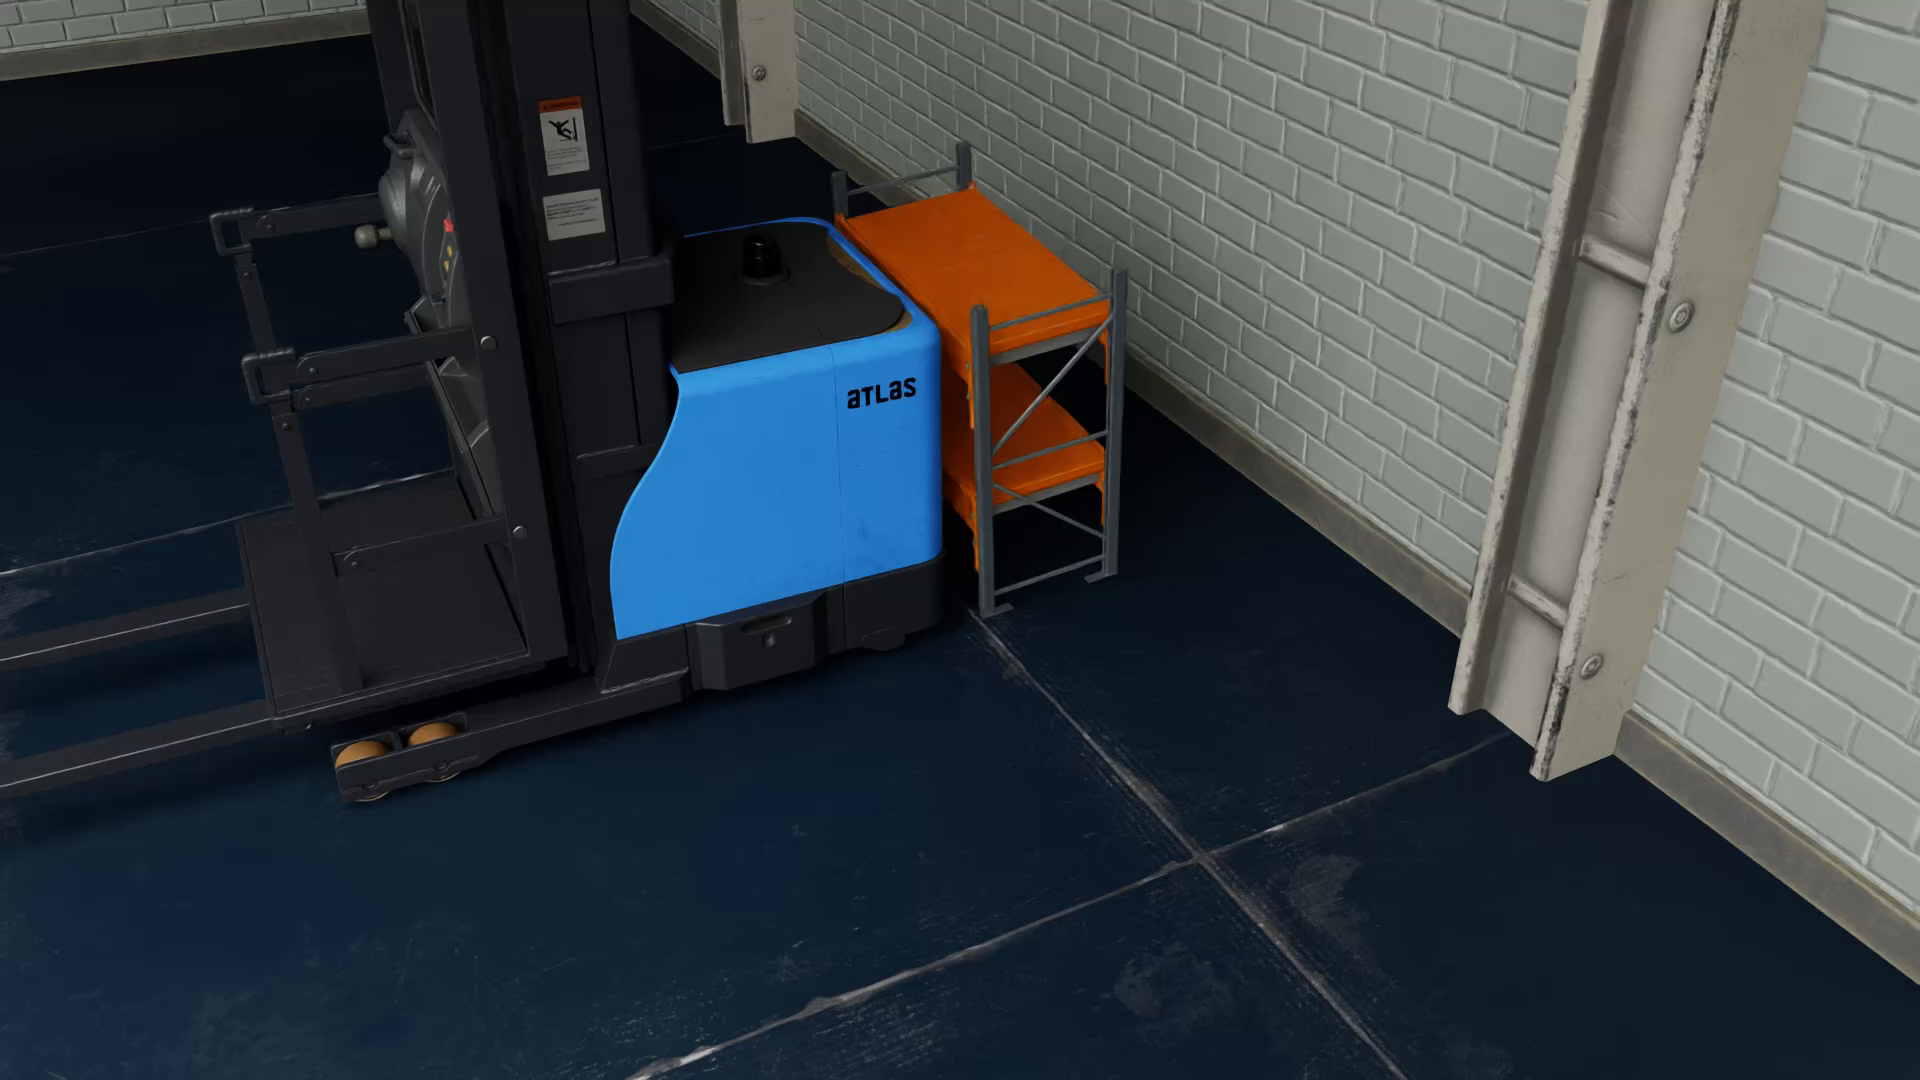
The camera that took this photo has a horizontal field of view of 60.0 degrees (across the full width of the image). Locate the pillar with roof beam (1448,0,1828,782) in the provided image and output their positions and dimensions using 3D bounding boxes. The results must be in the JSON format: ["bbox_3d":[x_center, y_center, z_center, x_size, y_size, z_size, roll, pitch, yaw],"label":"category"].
[{"bbox_3d":[-2.124,-2.156,0.773,9.100,9.000,0.400,-16,36,-23],"label":"pillar with roof beam"}]

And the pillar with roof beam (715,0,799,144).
[{"bbox_3d":[-4.922,-5.019,5.243,9.100,9.000,0.400,-16,36,-23],"label":"pillar with roof beam"}]

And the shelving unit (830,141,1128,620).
[{"bbox_3d":[0.049,-0.543,5.466,0.538,1.125,1.048,-18,40,-20],"label":"shelving unit"}]

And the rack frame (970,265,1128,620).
[{"bbox_3d":[0.275,-0.273,5.099,0.500,1.125,0.032,-18,40,-20],"label":"rack frame"}]

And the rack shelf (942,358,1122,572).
[{"bbox_3d":[0.057,-0.348,5.614,0.538,0.278,1.000,-18,40,-20],"label":"rack shelf"}]

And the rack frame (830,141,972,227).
[{"bbox_3d":[-0.177,-0.812,5.833,0.500,1.125,0.032,-18,40,-20],"label":"rack frame"}]

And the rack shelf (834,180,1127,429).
[{"bbox_3d":[0.041,-0.776,5.289,0.538,0.278,1.000,-18,40,-20],"label":"rack shelf"}]

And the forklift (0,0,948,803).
[{"bbox_3d":[-1.599,-0.834,4.335,3.031,2.935,1.130,-14,35,-21],"label":"forklift"}]
